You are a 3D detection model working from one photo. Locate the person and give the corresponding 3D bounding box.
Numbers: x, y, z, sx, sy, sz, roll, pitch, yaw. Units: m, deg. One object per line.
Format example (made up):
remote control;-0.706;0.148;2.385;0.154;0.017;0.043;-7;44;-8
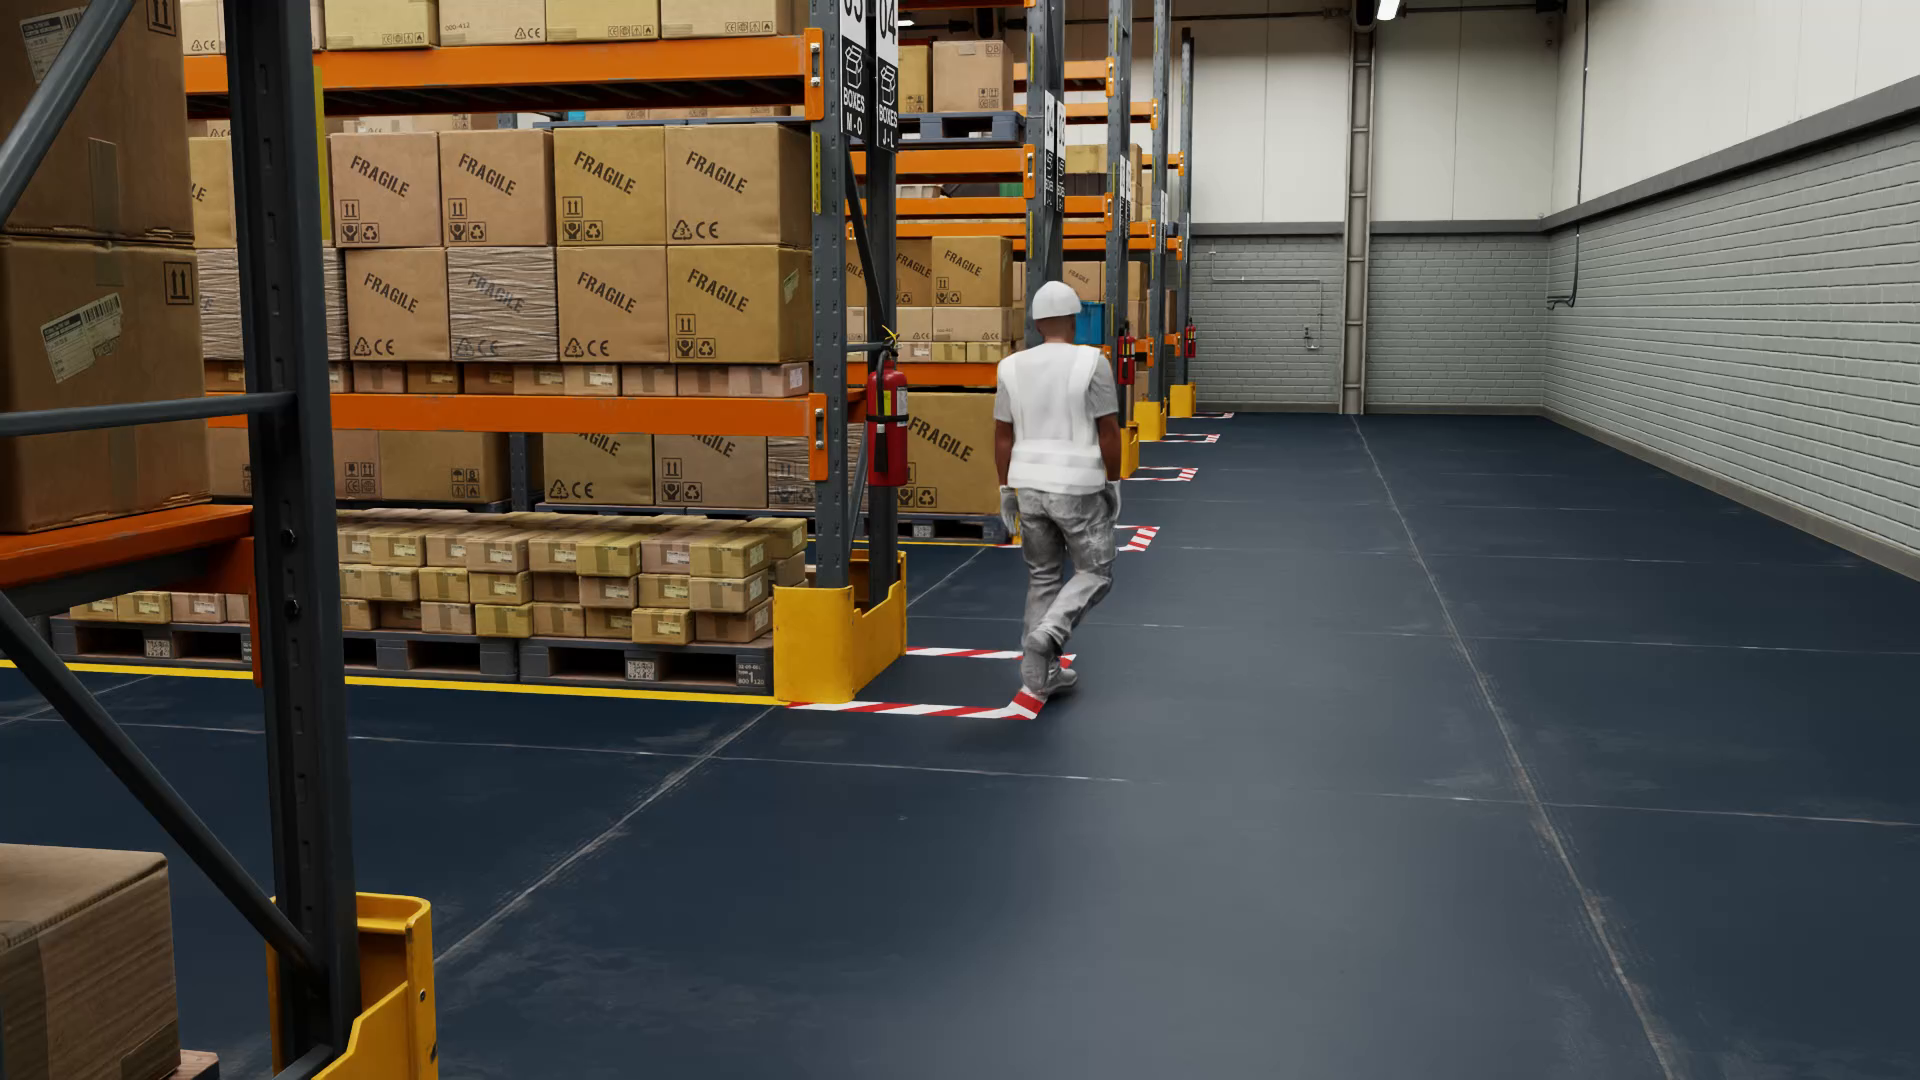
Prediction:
person;0.427;-0.212;7.078;0.538;1.774;0.516;4;9;27
